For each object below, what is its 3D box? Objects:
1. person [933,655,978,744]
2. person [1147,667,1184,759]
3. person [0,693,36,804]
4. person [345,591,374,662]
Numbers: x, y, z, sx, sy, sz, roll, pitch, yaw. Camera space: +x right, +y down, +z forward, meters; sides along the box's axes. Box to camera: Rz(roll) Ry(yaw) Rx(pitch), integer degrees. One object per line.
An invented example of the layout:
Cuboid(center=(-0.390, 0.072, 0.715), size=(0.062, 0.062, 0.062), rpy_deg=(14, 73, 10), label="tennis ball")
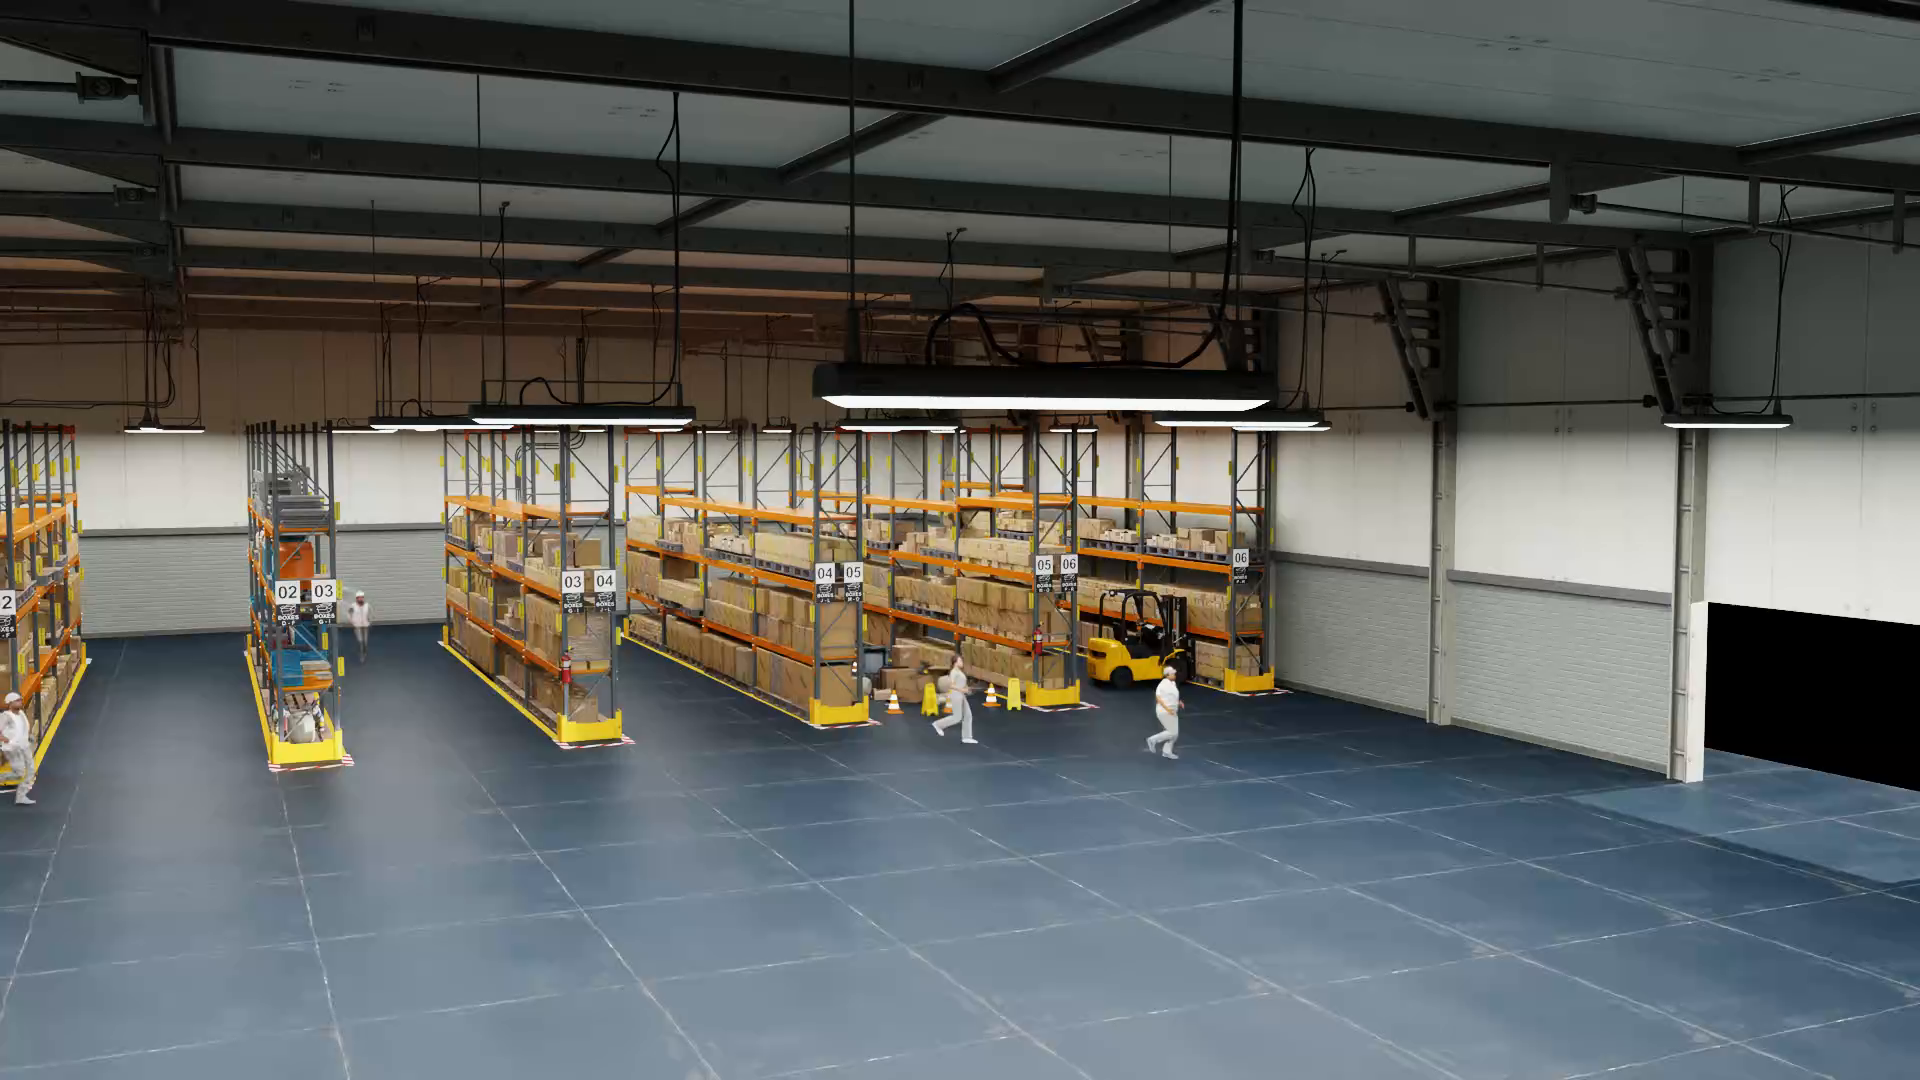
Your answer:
Cuboid(center=(-0.075, 2.962, 30.991), size=(0.868, 1.658, 0.569), rpy_deg=(1, 4, 17), label="person")
Cuboid(center=(3.676, 3.068, 29.615), size=(0.596, 1.641, 0.600), rpy_deg=(2, 4, 23), label="person")
Cuboid(center=(-14.732, 3.245, 25.859), size=(0.701, 1.753, 0.684), rpy_deg=(0, 4, -1), label="person")
Cuboid(center=(-15.243, 2.189, 42.297), size=(0.677, 1.773, 0.858), rpy_deg=(-2, 4, -34), label="person")
